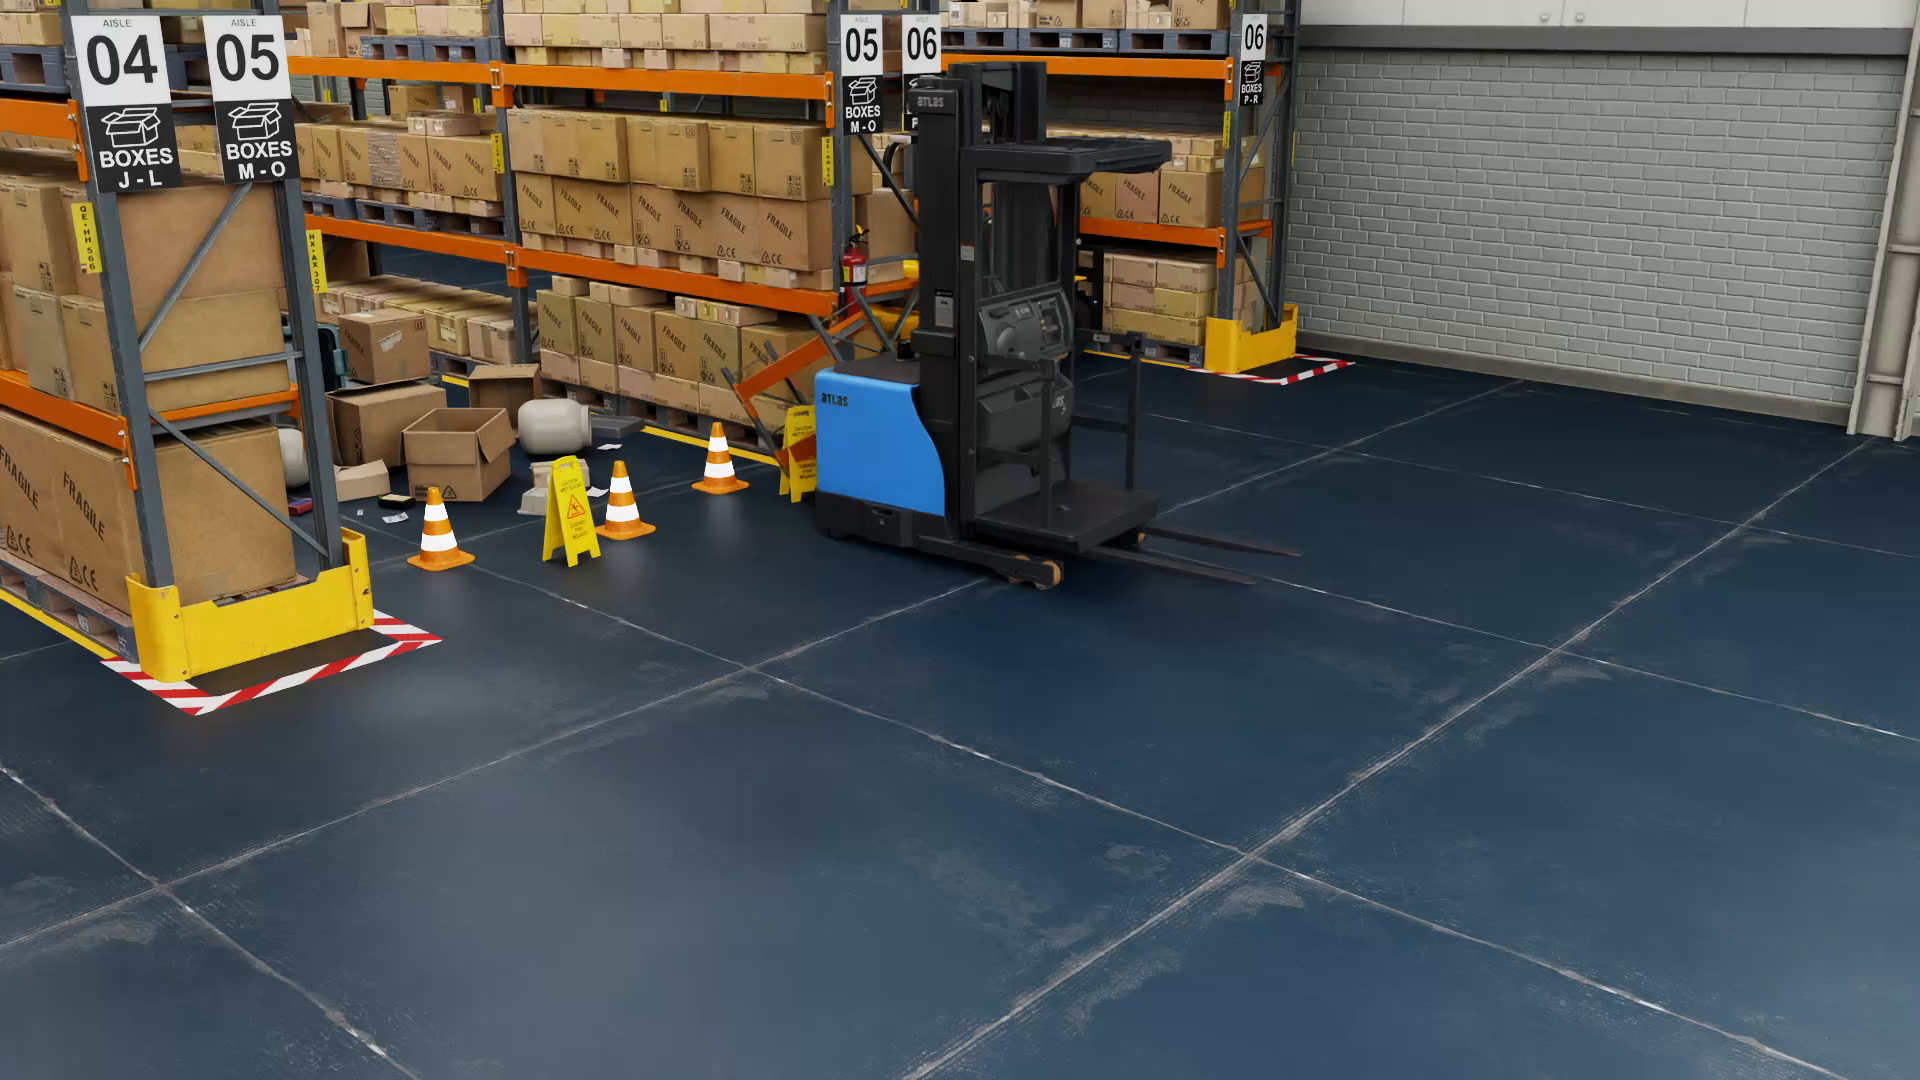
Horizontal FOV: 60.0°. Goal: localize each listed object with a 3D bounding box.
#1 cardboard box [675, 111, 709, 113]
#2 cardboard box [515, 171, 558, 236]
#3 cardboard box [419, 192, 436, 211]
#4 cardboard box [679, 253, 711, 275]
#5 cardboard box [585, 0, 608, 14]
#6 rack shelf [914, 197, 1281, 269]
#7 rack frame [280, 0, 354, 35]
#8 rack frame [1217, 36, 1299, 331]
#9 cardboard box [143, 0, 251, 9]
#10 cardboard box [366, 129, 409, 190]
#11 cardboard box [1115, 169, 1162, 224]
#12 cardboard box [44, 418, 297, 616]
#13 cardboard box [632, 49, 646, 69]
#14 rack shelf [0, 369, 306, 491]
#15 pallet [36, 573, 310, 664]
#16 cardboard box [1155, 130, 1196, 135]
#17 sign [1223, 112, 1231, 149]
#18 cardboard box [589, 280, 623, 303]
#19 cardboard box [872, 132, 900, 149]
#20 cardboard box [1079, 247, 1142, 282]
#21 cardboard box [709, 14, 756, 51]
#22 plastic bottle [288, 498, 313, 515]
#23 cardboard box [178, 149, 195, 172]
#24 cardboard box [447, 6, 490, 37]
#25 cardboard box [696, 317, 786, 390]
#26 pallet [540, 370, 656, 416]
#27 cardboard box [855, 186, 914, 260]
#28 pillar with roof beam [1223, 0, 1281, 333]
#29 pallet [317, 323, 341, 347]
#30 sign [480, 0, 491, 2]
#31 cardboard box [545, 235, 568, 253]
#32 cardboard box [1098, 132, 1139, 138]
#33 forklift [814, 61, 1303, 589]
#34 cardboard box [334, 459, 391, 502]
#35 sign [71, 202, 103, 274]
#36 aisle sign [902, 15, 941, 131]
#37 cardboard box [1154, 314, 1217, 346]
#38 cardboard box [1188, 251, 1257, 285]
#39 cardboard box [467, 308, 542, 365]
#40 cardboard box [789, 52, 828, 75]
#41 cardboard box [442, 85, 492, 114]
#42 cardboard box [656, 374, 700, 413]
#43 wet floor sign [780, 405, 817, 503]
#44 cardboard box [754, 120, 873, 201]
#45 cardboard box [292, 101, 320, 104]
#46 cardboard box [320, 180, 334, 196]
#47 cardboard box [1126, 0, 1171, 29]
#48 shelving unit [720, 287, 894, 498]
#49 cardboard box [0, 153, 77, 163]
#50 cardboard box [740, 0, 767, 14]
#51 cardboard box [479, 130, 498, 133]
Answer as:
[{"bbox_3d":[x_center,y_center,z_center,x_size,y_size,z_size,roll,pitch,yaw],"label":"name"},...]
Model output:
[{"bbox_3d":[-3.494,-5.131,20.961,0.500,0.500,0.500,16,24,42],"label":"cardboard box"},{"bbox_3d":[-3.369,-2.856,13.994,0.500,0.500,0.500,15,23,39],"label":"cardboard box"},{"bbox_3d":[-4.676,-3.090,15.110,0.250,0.149,0.380,15,23,40],"label":"cardboard box"},{"bbox_3d":[-1.946,-2.162,12.882,0.250,0.149,0.380,15,23,39],"label":"cardboard box"},{"bbox_3d":[-2.691,-4.173,12.940,0.250,0.149,0.380,14,22,37],"label":"cardboard box"},{"bbox_3d":[1.275,-3.197,16.916,4.000,0.370,1.077,15,23,39],"label":"rack shelf"},{"bbox_3d":[-6.505,-6.480,16.154,0.127,3.000,1.000,15,23,39],"label":"rack frame"},{"bbox_3d":[2.771,-3.138,15.542,0.127,3.000,1.000,15,23,39],"label":"rack frame"},{"bbox_3d":[-3.922,-2.777,8.341,0.500,0.250,0.500,15,23,39],"label":"cardboard box"},{"bbox_3d":[-5.157,-3.557,15.511,0.500,0.500,0.500,14,22,37],"label":"cardboard box"},{"bbox_3d":[1.846,-3.332,15.985,0.500,0.500,0.500,16,24,41],"label":"cardboard box"},{"bbox_3d":[-4.282,-0.183,9.048,0.875,0.875,0.875,15,23,40],"label":"cardboard box"},{"bbox_3d":[-2.288,-3.699,12.766,0.250,0.149,0.380,15,23,40],"label":"cardboard box"},{"bbox_3d":[-5.227,-0.933,9.782,4.000,0.370,1.077,15,23,39],"label":"rack shelf"},{"bbox_3d":[-4.381,0.312,9.280,1.213,0.211,1.003,15,23,39],"label":"pallet"},{"bbox_3d":[2.106,-3.916,16.262,0.250,0.149,0.380,15,23,40],"label":"cardboard box"},{"bbox_3d":[2.400,-3.683,14.953,0.005,0.325,0.100,15,23,39],"label":"sign"},{"bbox_3d":[-2.812,-2.053,13.661,0.250,0.149,0.380,16,24,41],"label":"cardboard box"},{"bbox_3d":[-0.829,-4.364,18.167,0.250,0.149,0.380,15,23,38],"label":"cardboard box"},{"bbox_3d":[1.449,-2.727,16.443,0.500,0.250,0.500,15,23,40],"label":"cardboard box"},{"bbox_3d":[-1.449,-3.661,11.985,0.500,0.250,0.500,15,23,39],"label":"cardboard box"},{"bbox_3d":[-4.432,-0.237,11.258,0.133,0.061,0.283,7,19,21],"label":"plastic bottle"},{"bbox_3d":[-8.207,-4.132,18.094,0.500,0.250,0.500,14,22,38],"label":"cardboard box"},{"bbox_3d":[-4.046,-4.461,14.303,0.500,0.250,0.500,14,23,38],"label":"cardboard box"},{"bbox_3d":[-1.686,-1.467,12.888,0.500,0.500,0.500,16,24,41],"label":"cardboard box"},{"bbox_3d":[-2.987,-1.362,14.553,1.213,0.211,1.003,15,23,39],"label":"pallet"},{"bbox_3d":[-0.691,-2.362,12.438,0.500,0.500,0.500,15,23,38],"label":"cardboard box"},{"bbox_3d":[-0.009,-5.367,12.648,0.400,9.000,9.100,15,23,39],"label":"pillar with roof beam"},{"bbox_3d":[-5.921,-2.134,16.988,1.213,0.211,1.003,15,23,39],"label":"pallet"},{"bbox_3d":[-3.879,-4.555,13.542,0.005,0.325,0.100,15,23,39],"label":"sign"},{"bbox_3d":[-3.267,-2.523,14.018,0.250,0.149,0.380,16,24,41],"label":"cardboard box"},{"bbox_3d":[1.539,-3.844,16.036,0.250,0.149,0.380,16,23,41],"label":"cardboard box"},{"bbox_3d":[0.565,-1.290,9.833,3.031,2.935,1.130,12,21,34],"label":"forklift"},{"bbox_3d":[-4.215,-0.446,11.578,0.396,0.266,0.258,-13,22,-36],"label":"cardboard box"},{"bbox_3d":[-4.102,-1.419,7.819,0.005,0.325,0.100,15,23,39],"label":"sign"},{"bbox_3d":[-0.269,-3.311,11.789,0.004,0.787,0.394,15,23,39],"label":"aisle sign"},{"bbox_3d":[2.210,-2.051,15.966,0.500,0.250,0.500,15,23,40],"label":"cardboard box"},{"bbox_3d":[2.537,-2.644,16.182,0.500,0.250,0.500,15,23,38],"label":"cardboard box"},{"bbox_3d":[-3.907,-1.870,15.195,0.625,0.372,0.950,15,23,40],"label":"cardboard box"},{"bbox_3d":[-0.974,-3.333,11.611,0.250,0.149,0.380,15,23,39],"label":"cardboard box"},{"bbox_3d":[-7.142,-6.335,24.130,0.500,0.500,0.500,14,23,38],"label":"cardboard box"},{"bbox_3d":[-2.082,-1.215,13.333,0.500,0.250,0.500,14,22,37],"label":"cardboard box"},{"bbox_3d":[-1.089,-0.612,11.474,0.267,0.644,0.232,-9,20,-27],"label":"wet floor sign"},{"bbox_3d":[-1.048,-2.734,11.957,0.500,0.500,0.700,14,23,38],"label":"cardboard box"},{"bbox_3d":[-7.089,-4.397,17.689,0.500,0.500,0.500,15,23,39],"label":"cardboard box"},{"bbox_3d":[-6.022,-3.464,16.289,0.250,0.149,0.380,13,22,36],"label":"cardboard box"},{"bbox_3d":[1.760,-4.900,15.498,0.258,0.266,0.396,15,23,39],"label":"cardboard box"},{"bbox_3d":[-0.874,-0.946,11.273,1.048,1.125,0.538,-22,13,45],"label":"shelving unit"},{"bbox_3d":[-5.669,-1.958,9.790,0.550,0.550,0.875,15,23,39],"label":"cardboard box"},{"bbox_3d":[-1.341,-3.813,11.807,0.250,0.149,0.380,15,23,39],"label":"cardboard box"},{"bbox_3d":[-4.409,-3.569,15.548,0.500,0.500,0.500,15,23,39],"label":"cardboard box"}]
